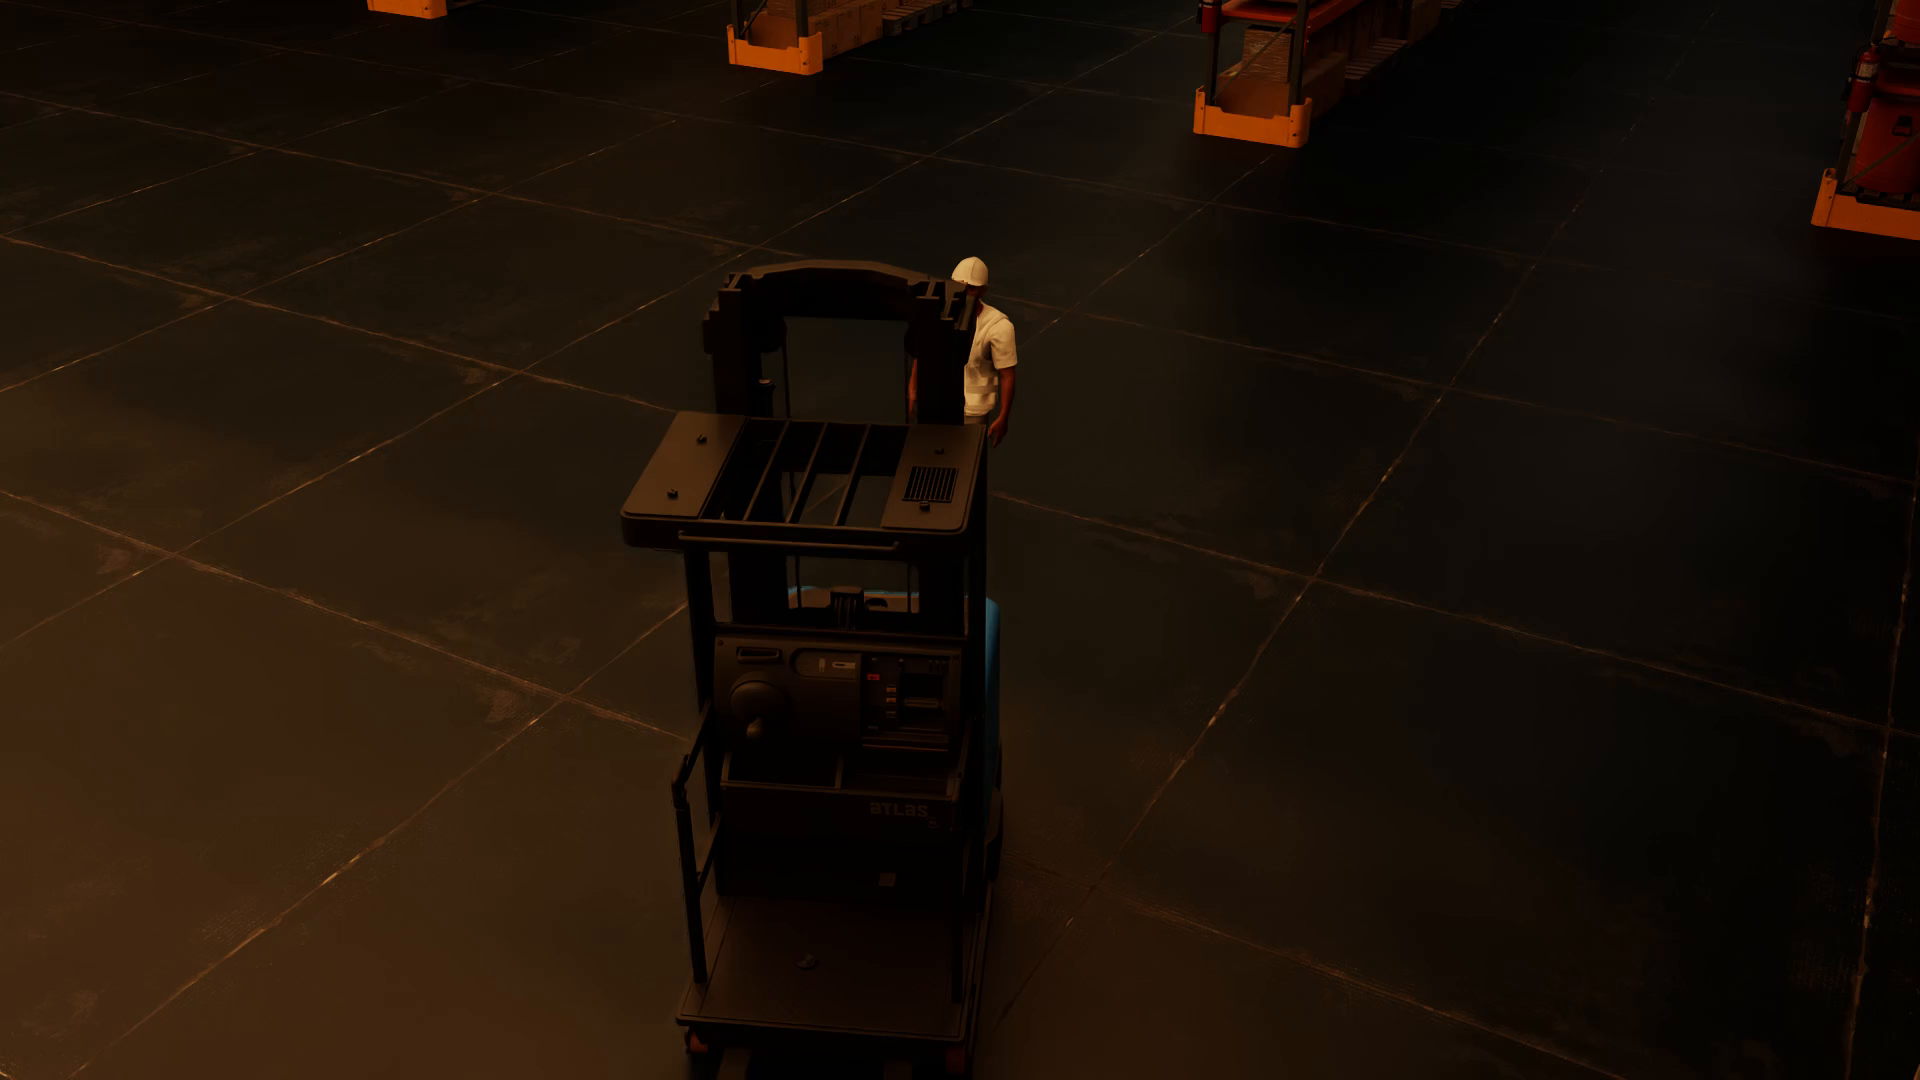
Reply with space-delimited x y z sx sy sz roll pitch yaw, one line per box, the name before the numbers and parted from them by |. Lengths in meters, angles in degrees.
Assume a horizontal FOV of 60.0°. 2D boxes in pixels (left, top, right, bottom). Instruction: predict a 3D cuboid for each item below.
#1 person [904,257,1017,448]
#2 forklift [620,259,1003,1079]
person | -0.038 -0.741 9.507 0.666 1.768 0.575 15 33 25
forklift | -0.476 0.615 6.005 1.130 2.935 3.031 3 30 5
